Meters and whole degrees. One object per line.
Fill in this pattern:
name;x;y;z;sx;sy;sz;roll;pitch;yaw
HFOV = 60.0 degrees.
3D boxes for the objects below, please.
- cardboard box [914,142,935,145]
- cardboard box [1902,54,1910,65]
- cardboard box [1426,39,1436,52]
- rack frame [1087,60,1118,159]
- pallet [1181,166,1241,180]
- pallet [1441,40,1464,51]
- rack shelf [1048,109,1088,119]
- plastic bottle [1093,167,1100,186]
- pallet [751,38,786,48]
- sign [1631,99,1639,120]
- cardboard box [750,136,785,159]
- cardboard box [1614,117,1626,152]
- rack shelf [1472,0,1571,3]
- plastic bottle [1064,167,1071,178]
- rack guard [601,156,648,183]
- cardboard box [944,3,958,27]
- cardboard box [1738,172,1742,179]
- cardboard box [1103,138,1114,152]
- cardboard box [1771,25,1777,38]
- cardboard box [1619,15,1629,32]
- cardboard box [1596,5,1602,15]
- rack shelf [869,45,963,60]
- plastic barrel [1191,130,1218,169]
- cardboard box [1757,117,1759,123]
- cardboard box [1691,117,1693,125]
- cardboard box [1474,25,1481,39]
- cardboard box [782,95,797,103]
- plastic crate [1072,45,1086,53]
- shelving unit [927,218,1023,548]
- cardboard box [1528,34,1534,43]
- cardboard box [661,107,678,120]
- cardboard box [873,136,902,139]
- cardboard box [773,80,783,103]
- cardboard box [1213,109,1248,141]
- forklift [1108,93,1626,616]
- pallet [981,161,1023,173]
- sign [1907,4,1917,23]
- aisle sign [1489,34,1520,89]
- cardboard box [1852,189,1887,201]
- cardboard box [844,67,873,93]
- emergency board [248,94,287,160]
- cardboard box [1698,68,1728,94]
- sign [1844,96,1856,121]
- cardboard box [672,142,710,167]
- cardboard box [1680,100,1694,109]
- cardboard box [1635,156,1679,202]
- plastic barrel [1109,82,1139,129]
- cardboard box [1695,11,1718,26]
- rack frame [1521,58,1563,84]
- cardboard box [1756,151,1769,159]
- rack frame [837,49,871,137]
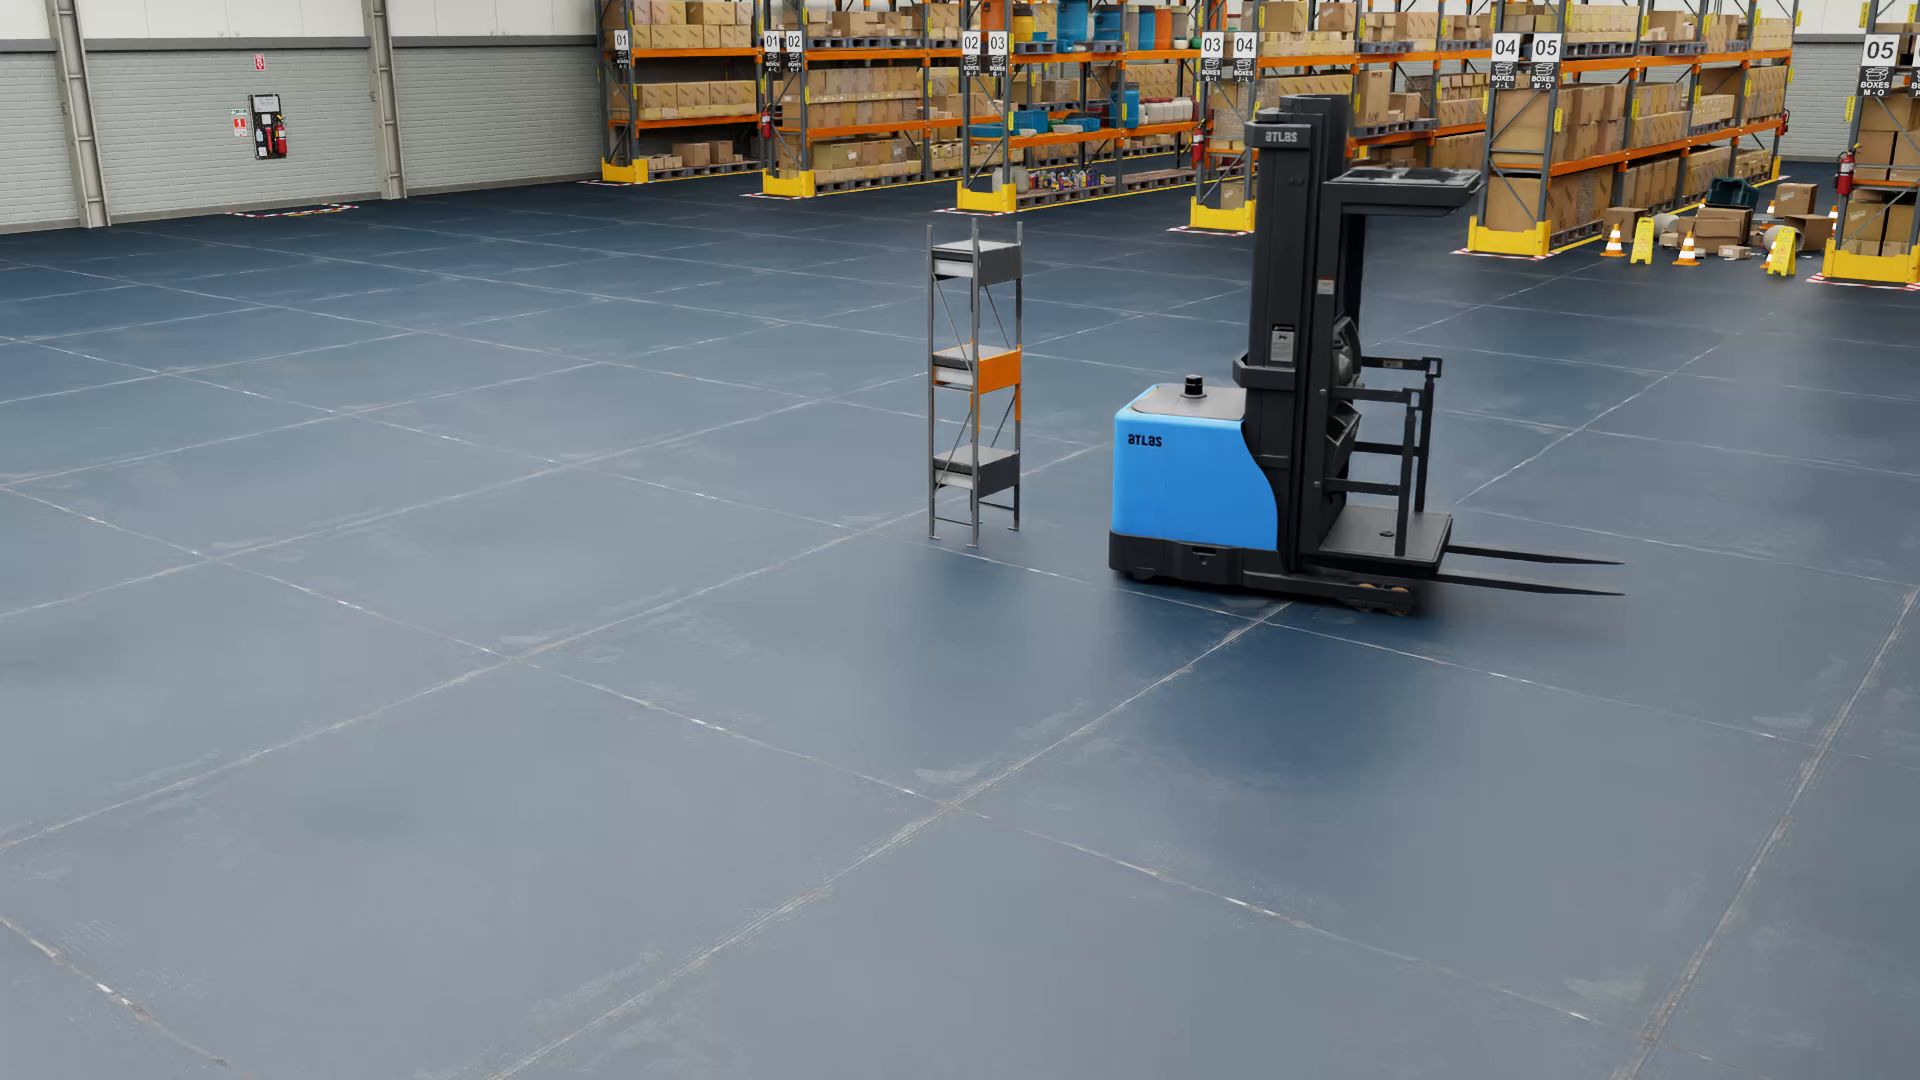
cardboard box;-0.787;-8.882;37.772;0.500;0.311;0.500;13;22;36
cardboard box;12.721;-6.569;22.705;0.380;0.149;0.250;13;22;36
cardboard box;9.147;-9.861;33.134;0.500;0.250;0.500;12;21;35
rack frame;3.663;-11.360;42.769;1.000;3.000;0.127;12;21;35
pallet;5.692;-8.395;37.921;1.003;0.211;1.213;12;21;35
pallet;9.575;-10.161;34.168;1.213;0.211;1.003;14;22;37
rack shelf;2.472;-10.541;41.341;1.077;0.370;4.000;12;21;35
plastic bottle;2.720;-7.320;33.481;0.144;0.351;0.185;12;21;33
pallet;-4.630;-11.801;39.445;1.213;0.211;1.003;12;21;35
sign;11.220;-7.157;27.638;0.100;0.325;0.005;12;21;35
cardboard box;-4.659;-9.524;40.328;0.700;0.500;0.500;13;22;37
cardboard box;10.563;-6.785;27.781;0.875;0.550;0.550;12;21;35
rack shelf;12.809;-12.416;37.939;1.077;0.370;4.000;12;21;35
plastic bottle;2.174;-7.379;33.674;0.144;0.351;0.185;12;21;35
rack guard;-7.422;-8.201;36.810;1.175;0.500;0.348;12;21;35
cardboard box;-0.383;-11.654;36.937;0.500;0.500;0.500;15;23;40
cardboard box;16.174;-7.641;34.890;0.380;0.149;0.250;13;22;36
cardboard box;3.600;-10.209;42.533;0.500;0.500;0.500;12;21;34
cardboard box;16.932;-10.745;35.137;0.500;0.250;0.500;11;21;32
cardboard box;10.385;-8.271;26.638;0.500;0.250;0.500;12;21;34
cardboard box;9.603;-8.118;25.471;0.380;0.149;0.250;12;21;34
rack shelf;-1.509;-12.848;43.712;1.077;0.370;4.000;12;21;35
plastic barrel;5.534;-8.815;37.524;0.600;0.830;0.708;12;21;35
cardboard box;16.840;-8.992;35.567;0.380;0.149;0.250;13;22;37
cardboard box;13.586;-7.907;31.364;0.380;0.149;0.250;12;21;34
cardboard box;10.891;-10.954;35.845;0.500;0.311;0.500;12;21;33
cardboard box;-3.412;-8.985;33.855;0.380;0.149;0.250;12;21;34
plastic crate;2.241;-9.432;31.945;0.243;0.136;0.396;12;21;35
shelving unit;0.099;-1.042;11.059;0.431;2.100;0.503;12;21;35
cardboard box;8.467;-7.610;25.181;0.380;0.149;0.250;13;21;35
cardboard box;-6.623;-9.501;37.000;0.500;0.250;0.500;12;21;33
cardboard box;-1.631;-8.645;36.690;0.500;0.500;0.500;12;21;35
cardboard box;-4.414;-10.834;40.164;0.700;0.500;0.500;15;23;40
cardboard box;4.817;-7.067;28.272;0.875;0.500;0.500;12;21;35
forklift;2.505;-1.131;9.945;3.031;2.935;1.130;7;18;20
pallet;0.758;-8.887;39.505;1.003;0.211;1.213;12;21;35
sign;14.361;-7.917;25.087;0.100;0.325;0.005;12;21;35
aisle sign;8.107;-7.128;24.756;0.394;0.787;0.004;12;21;35
cardboard box;12.858;-4.891;23.507;0.380;0.149;0.250;13;22;36
cardboard box;-2.260;-9.657;34.927;0.700;0.500;0.500;12;21;35
emergency board;-12.823;-7.685;30.934;0.194;1.169;0.643;12;21;35
cardboard box;15.603;-9.536;34.536;0.500;0.500;0.500;12;21;33
sign;11.992;-5.806;22.399;0.100;0.325;0.005;12;21;35
cardboard box;-6.166;-8.844;38.137;0.700;0.500;0.500;11;20;31
cardboard box;13.590;-8.197;31.295;0.380;0.149;0.250;12;21;35
cardboard box;12.722;-6.753;31.017;1.050;0.750;0.750;12;21;34
plastic barrel;3.346;-8.857;33.861;0.600;0.901;0.708;12;21;35
cardboard box;14.047;-9.840;31.355;0.396;0.266;0.258;12;21;35
rack frame;14.000;-10.562;40.197;1.000;3.000;0.127;12;21;35
cardboard box;17.563;-8.480;36.588;0.380;0.149;0.250;12;21;33
rack frame;-2.700;-11.282;42.517;1.000;3.000;0.127;12;21;35
